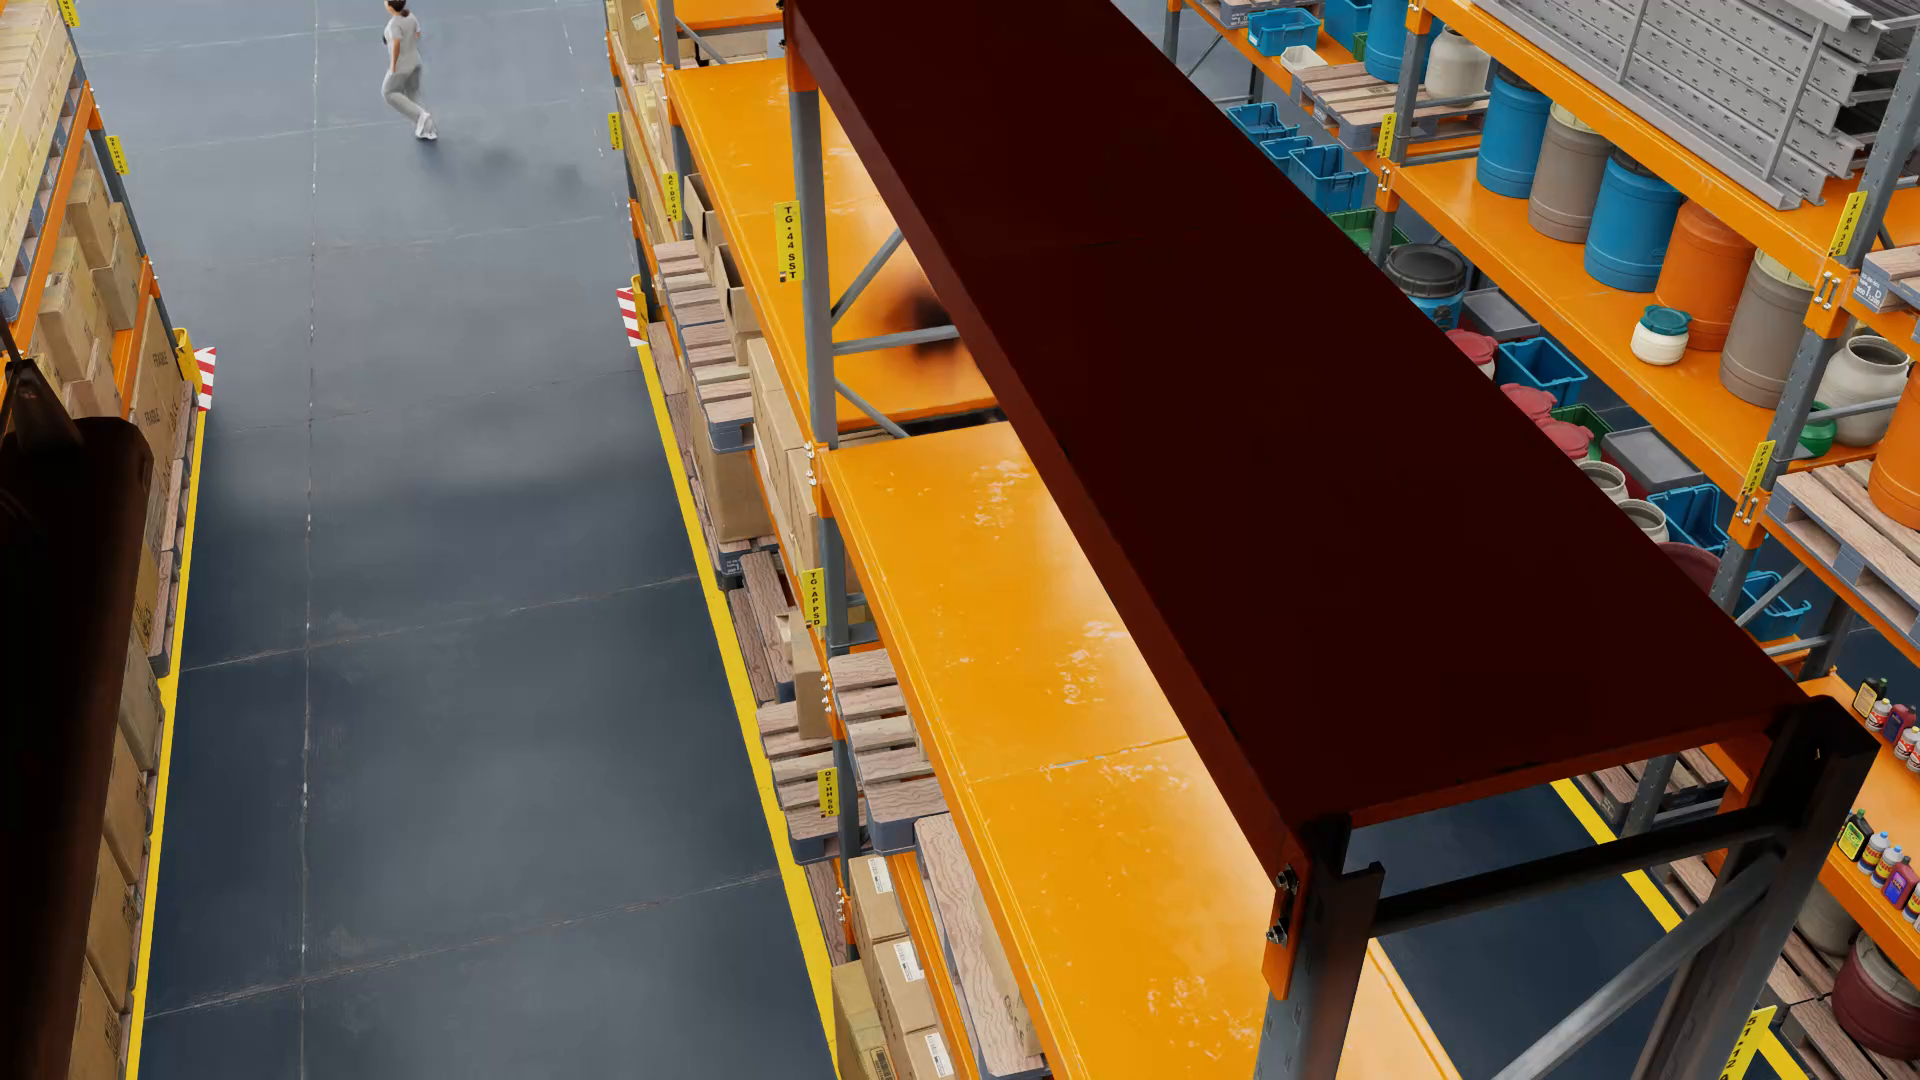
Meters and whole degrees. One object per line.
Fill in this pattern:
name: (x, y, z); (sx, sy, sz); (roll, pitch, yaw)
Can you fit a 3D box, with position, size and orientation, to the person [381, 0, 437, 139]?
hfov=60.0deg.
person: (-6.019, -5.126, 17.973); (0.542, 1.639, 0.612); (13, 40, 16)
